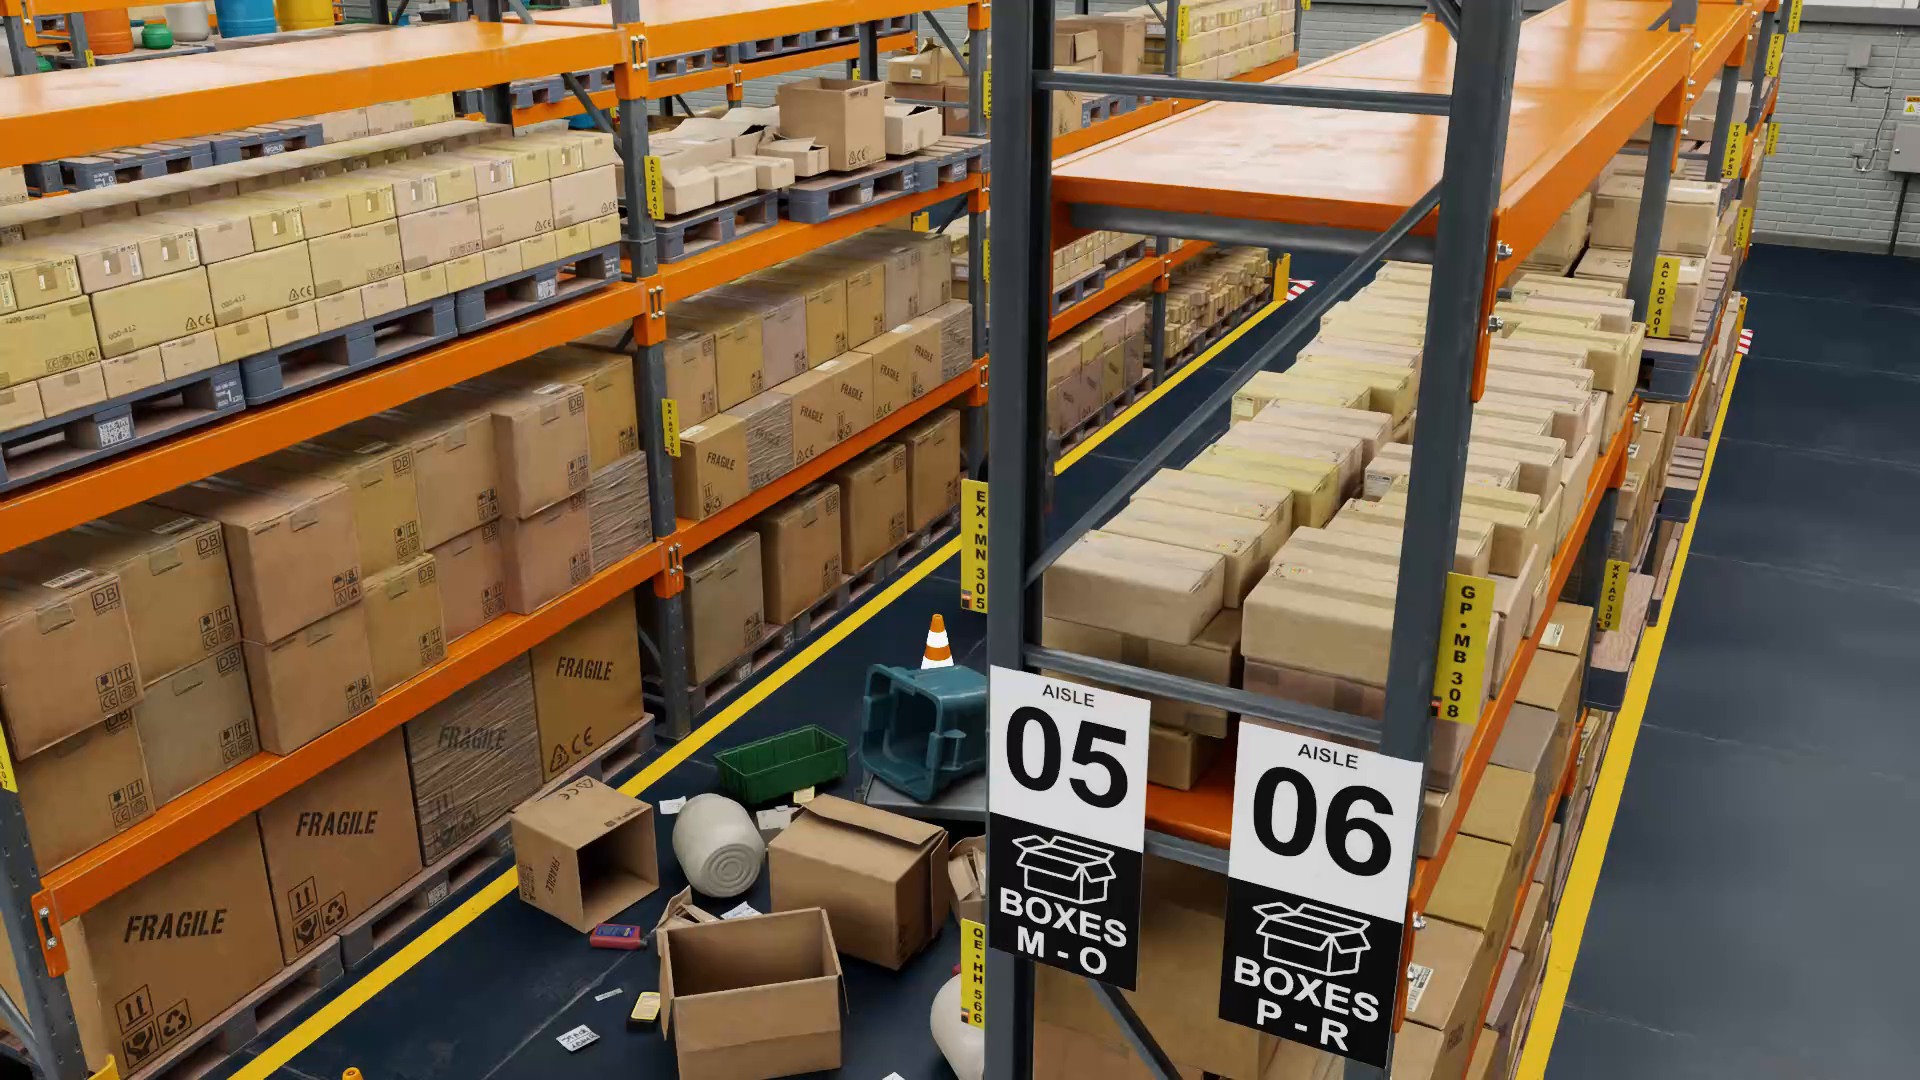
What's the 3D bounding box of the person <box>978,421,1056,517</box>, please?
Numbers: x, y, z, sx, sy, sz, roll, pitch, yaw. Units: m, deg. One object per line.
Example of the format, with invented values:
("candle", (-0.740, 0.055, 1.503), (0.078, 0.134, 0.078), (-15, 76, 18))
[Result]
("person", (0.401, -0.303, 11.511), (0.467, 1.485, 0.741), (11, 25, 24))
